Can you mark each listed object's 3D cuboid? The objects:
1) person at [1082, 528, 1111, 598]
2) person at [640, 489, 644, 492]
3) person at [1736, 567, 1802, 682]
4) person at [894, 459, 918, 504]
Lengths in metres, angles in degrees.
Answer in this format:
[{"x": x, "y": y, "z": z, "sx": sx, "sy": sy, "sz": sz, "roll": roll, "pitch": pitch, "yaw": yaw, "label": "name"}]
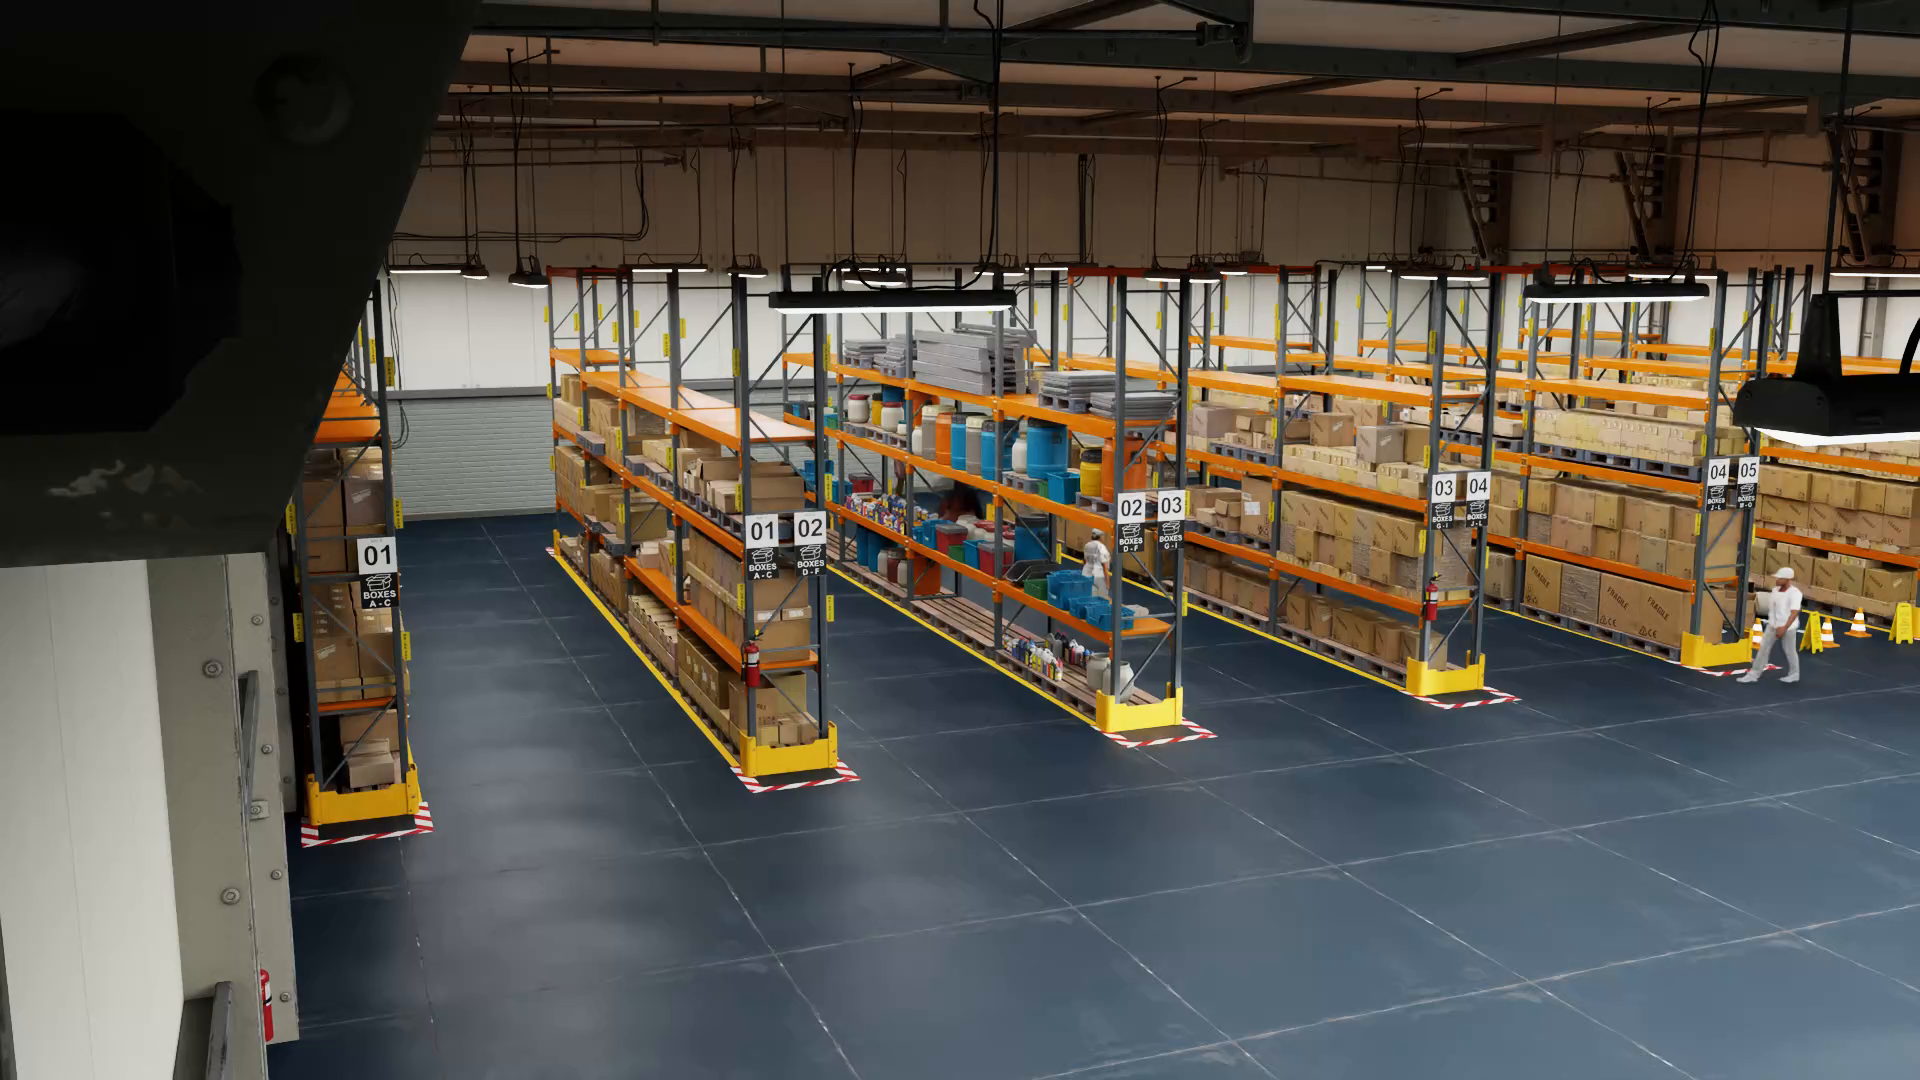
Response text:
[{"x": 2.231, "y": 0.611, "z": 26.830, "sx": 0.494, "sy": 1.665, "sz": 0.561, "roll": -7, "pitch": 12, "yaw": -34, "label": "person"}, {"x": -6.746, "y": -0.772, "z": 36.238, "sx": 0.530, "sy": 1.694, "sz": 0.767, "roll": 2, "pitch": 10, "yaw": 9, "label": "person"}, {"x": 11.965, "y": 1.255, "z": 24.320, "sx": 0.920, "sy": 1.725, "sz": 0.574, "roll": -4, "pitch": 11, "yaw": -23, "label": "person"}, {"x": -1.365, "y": -1.819, "z": 42.026, "sx": 0.608, "sy": 1.794, "sz": 0.603, "roll": -8, "pitch": 13, "yaw": -39, "label": "person"}]
